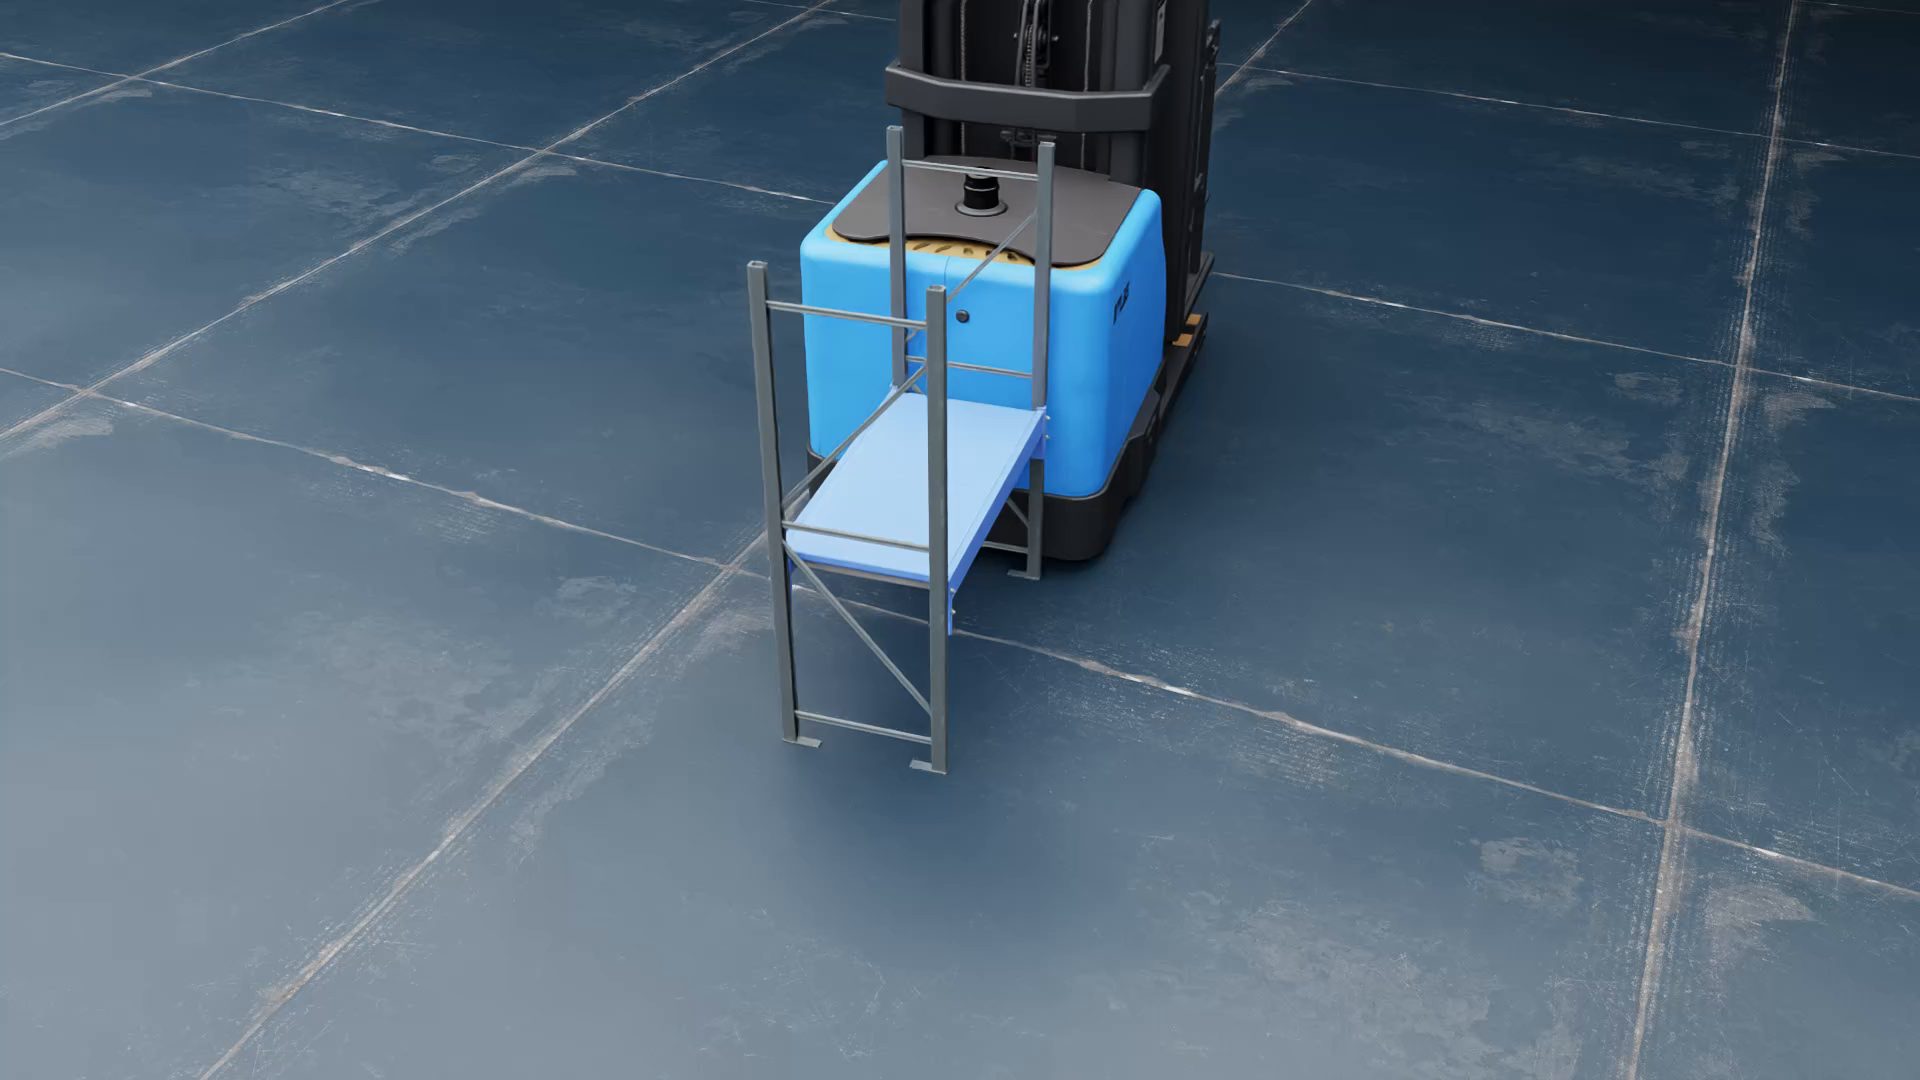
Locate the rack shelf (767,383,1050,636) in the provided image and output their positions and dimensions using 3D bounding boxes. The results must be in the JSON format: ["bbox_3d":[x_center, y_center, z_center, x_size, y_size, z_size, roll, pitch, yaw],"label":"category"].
[{"bbox_3d":[-0.123,-0.121,4.894,0.538,0.185,1.000,10,34,14],"label":"rack shelf"}]

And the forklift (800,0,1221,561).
[{"bbox_3d":[0.402,-1.960,6.065,1.130,2.935,3.031,10,34,14],"label":"forklift"}]

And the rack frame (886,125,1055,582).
[{"bbox_3d":[0.029,-0.537,5.202,0.500,1.500,0.032,10,34,14],"label":"rack frame"}]

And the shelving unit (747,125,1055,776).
[{"bbox_3d":[-0.123,-0.271,4.796,0.538,1.500,1.048,10,34,14],"label":"shelving unit"}]

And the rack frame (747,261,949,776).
[{"bbox_3d":[-0.274,-0.005,4.390,0.500,1.500,0.032,10,34,14],"label":"rack frame"}]
